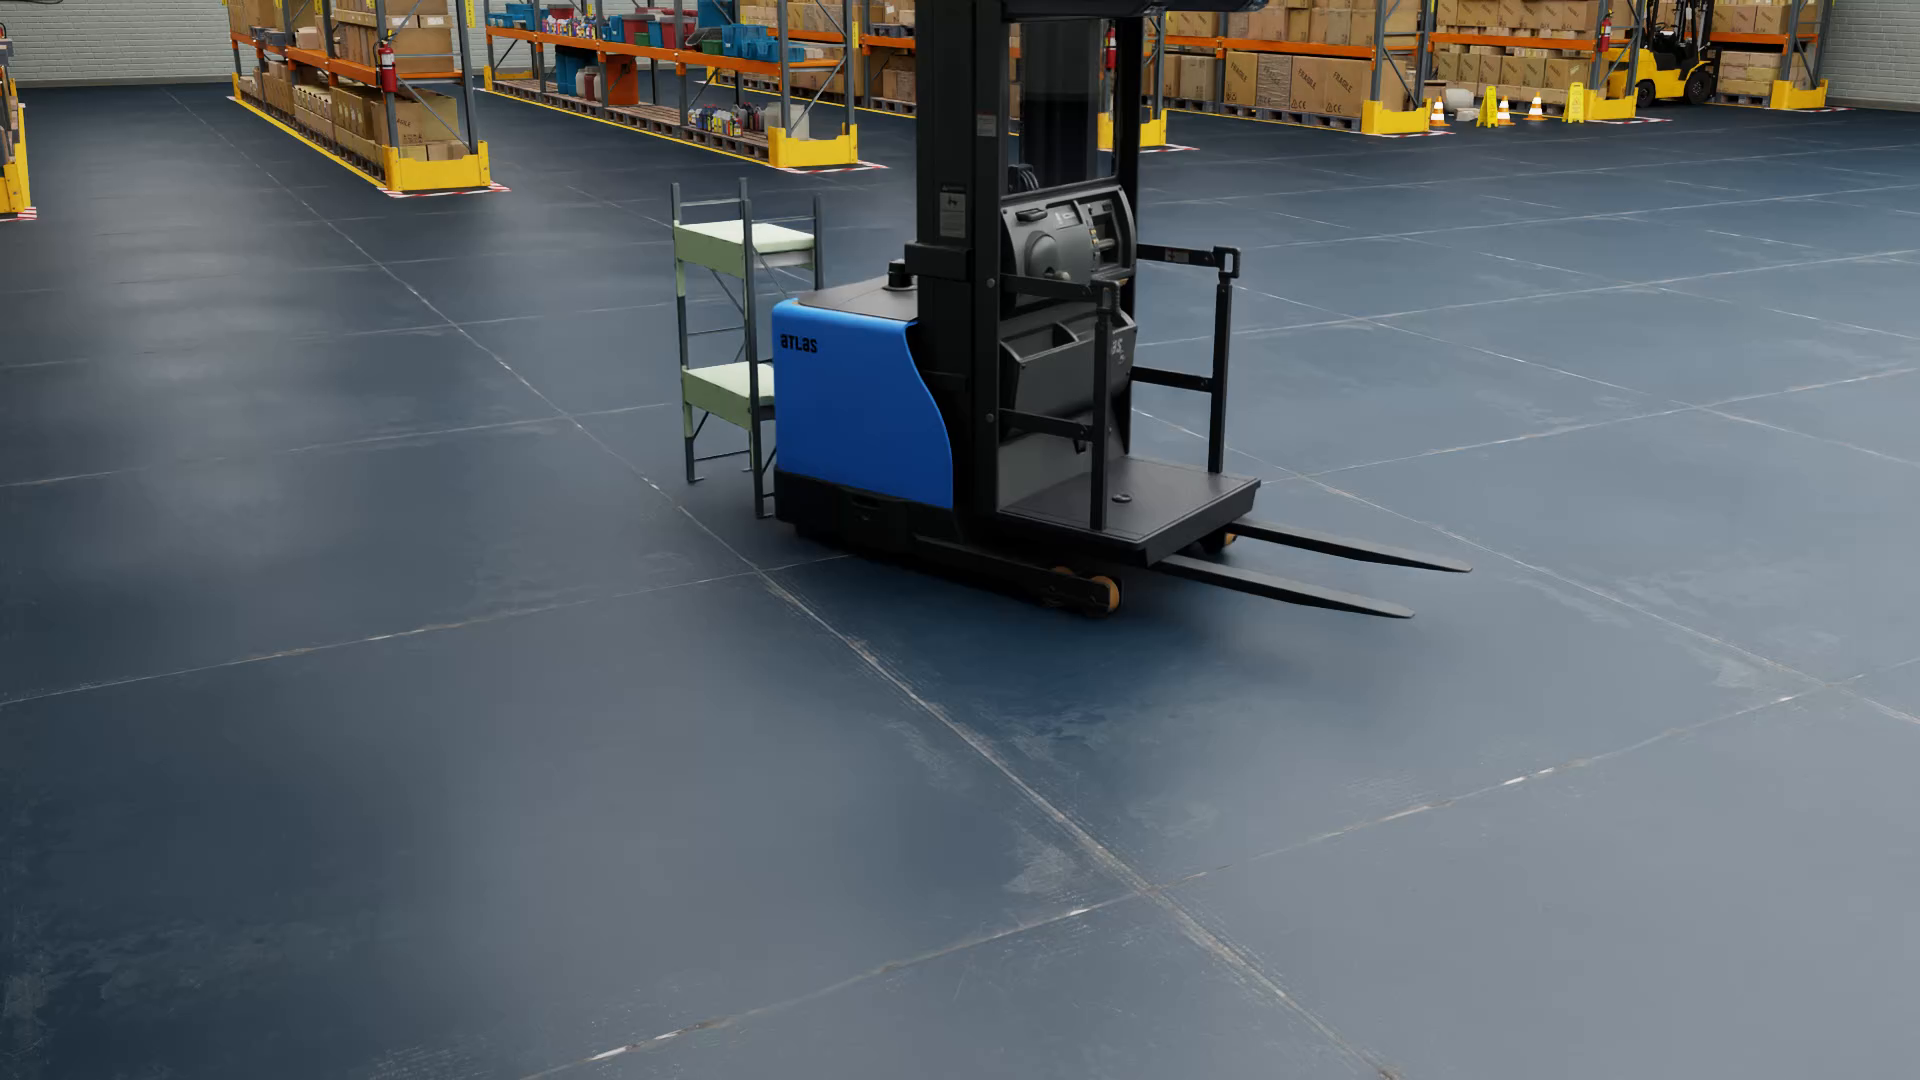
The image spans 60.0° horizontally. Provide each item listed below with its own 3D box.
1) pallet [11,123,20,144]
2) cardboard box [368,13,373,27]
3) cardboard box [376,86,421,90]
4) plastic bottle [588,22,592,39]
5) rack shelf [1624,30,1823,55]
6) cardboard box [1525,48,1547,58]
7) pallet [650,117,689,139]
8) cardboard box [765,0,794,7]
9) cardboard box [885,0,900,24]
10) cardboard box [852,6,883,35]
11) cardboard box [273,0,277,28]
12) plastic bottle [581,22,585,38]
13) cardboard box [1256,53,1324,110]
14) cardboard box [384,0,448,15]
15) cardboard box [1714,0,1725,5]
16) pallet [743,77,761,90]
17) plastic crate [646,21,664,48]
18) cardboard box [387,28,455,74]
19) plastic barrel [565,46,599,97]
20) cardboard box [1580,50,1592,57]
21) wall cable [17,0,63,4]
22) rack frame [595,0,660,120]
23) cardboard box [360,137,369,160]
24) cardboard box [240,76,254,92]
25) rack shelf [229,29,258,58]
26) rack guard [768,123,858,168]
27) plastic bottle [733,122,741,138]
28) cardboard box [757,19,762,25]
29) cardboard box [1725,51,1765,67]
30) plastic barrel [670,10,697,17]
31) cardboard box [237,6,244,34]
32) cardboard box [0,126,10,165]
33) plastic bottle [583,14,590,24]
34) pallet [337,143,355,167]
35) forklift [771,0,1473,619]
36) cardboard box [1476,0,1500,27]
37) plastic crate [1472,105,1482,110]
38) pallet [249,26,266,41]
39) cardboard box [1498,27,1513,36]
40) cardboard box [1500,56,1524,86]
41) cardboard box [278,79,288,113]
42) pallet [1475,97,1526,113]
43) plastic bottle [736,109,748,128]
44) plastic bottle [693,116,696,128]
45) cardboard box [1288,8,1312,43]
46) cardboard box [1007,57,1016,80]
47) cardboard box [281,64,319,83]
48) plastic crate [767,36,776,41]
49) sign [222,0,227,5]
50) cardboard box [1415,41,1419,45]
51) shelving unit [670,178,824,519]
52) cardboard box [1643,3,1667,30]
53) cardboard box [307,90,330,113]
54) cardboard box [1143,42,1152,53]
[{"bbox_3d":[-14.694,-6.090,24.956,1.003,0.211,1.213,-10,21,-27],"label":"pallet"},{"bbox_3d":[-6.943,-6.297,20.133,0.380,0.149,0.250,-10,21,-26],"label":"cardboard box"},{"bbox_3d":[-7.489,-5.799,22.259,0.500,0.500,0.500,-10,21,-27],"label":"cardboard box"},{"bbox_3d":[-6.344,-8.766,28.614,0.061,0.283,0.133,-10,21,-27],"label":"plastic bottle"},{"bbox_3d":[14.629,-9.714,32.287,1.077,0.370,4.000,-10,21,-27],"label":"rack shelf"},{"bbox_3d":[10.252,-8.627,29.462,0.380,0.149,0.250,-10,21,-26],"label":"cardboard box"},{"bbox_3d":[-4.175,-6.457,26.021,1.003,0.211,1.213,-10,21,-27],"label":"pallet"},{"bbox_3d":[-3.661,-11.135,33.925,0.500,0.500,0.500,-9,21,-25],"label":"cardboard box"},{"bbox_3d":[-1.017,-9.569,29.966,0.500,0.500,0.500,-13,23,-33],"label":"cardboard box"},{"bbox_3d":[-1.761,-9.622,30.765,0.500,0.500,0.500,-9,21,-25],"label":"cardboard box"},{"bbox_3d":[-11.034,-8.835,27.839,0.700,0.500,0.500,-17,25,-40],"label":"cardboard box"},{"bbox_3d":[-6.568,-8.908,29.044,0.097,0.271,0.097,0,19,0],"label":"plastic bottle"},{"bbox_3d":[5.673,-7.807,28.272,0.875,0.875,0.875,-10,21,-26],"label":"cardboard box"},{"bbox_3d":[-6.465,-6.453,19.593,0.700,0.500,0.500,-10,21,-26],"label":"cardboard box"},{"bbox_3d":[14.537,-10.254,31.603,0.380,0.149,0.250,-10,21,-26],"label":"cardboard box"},{"bbox_3d":[-4.083,-9.883,35.948,1.003,0.211,1.213,-10,21,-27],"label":"pallet"},{"bbox_3d":[-4.565,-7.817,25.711,0.392,0.384,0.575,-10,21,-27],"label":"plastic crate"},{"bbox_3d":[-6.440,-5.825,19.760,0.700,0.500,0.500,-10,21,-27],"label":"cardboard box"},{"bbox_3d":[-6.987,-8.697,30.811,0.600,0.901,0.708,-10,21,-27],"label":"plastic barrel"},{"bbox_3d":[13.421,-9.852,34.582,0.875,0.625,0.625,-9,21,-24],"label":"cardboard box"},{"bbox_3d":[-20.556,-12.513,34.860,3.097,2.526,0.112,-10,21,-27],"label":"wall cable"},{"bbox_3d":[-5.667,-8.704,28.258,1.000,3.000,0.127,-10,21,-27],"label":"rack frame"},{"bbox_3d":[-7.231,-4.934,20.902,0.500,0.250,0.500,-10,21,-27],"label":"cardboard box"},{"bbox_3d":[-13.581,-8.799,32.074,0.500,0.250,0.500,-10,21,-27],"label":"cardboard box"},{"bbox_3d":[-12.877,-9.321,31.147,1.077,0.370,4.000,-10,21,-27],"label":"rack shelf"},{"bbox_3d":[-1.946,-5.241,22.053,1.175,0.500,0.348,-10,21,-27],"label":"rack guard"},{"bbox_3d":[-3.126,-5.752,23.319,0.097,0.201,0.097,0,19,0],"label":"plastic bottle"},{"bbox_3d":[-4.007,-10.759,34.599,0.380,0.149,0.250,-10,21,-26],"label":"cardboard box"},{"bbox_3d":[14.838,-9.081,31.388,0.500,0.250,0.500,-10,21,-26],"label":"cardboard box"},{"bbox_3d":[-4.377,-8.140,26.413,0.433,0.535,0.433,0,19,0],"label":"plastic barrel"},{"bbox_3d":[-13.127,-9.678,30.927,0.500,0.500,0.500,-10,21,-26],"label":"cardboard box"},{"bbox_3d":[-11.412,-4.494,19.215,0.700,0.500,0.500,-12,22,-30],"label":"cardboard box"},{"bbox_3d":[-6.881,-9.541,30.758,0.144,0.351,0.185,-10,21,-27],"label":"plastic bottle"},{"bbox_3d":[-7.788,-5.237,22.485,1.003,0.211,1.213,-10,21,-27],"label":"pallet"},{"bbox_3d":[0.629,-1.269,6.814,3.031,2.935,1.130,13,23,34],"label":"forklift"},{"bbox_3d":[9.762,-9.590,30.216,0.500,0.500,0.500,-10,21,-27],"label":"cardboard box"},{"bbox_3d":[9.336,-7.900,30.404,0.583,0.080,0.402,16,25,39],"label":"plastic crate"},{"bbox_3d":[-11.644,-8.749,28.683,1.003,0.211,1.213,-10,21,-27],"label":"pallet"},{"bbox_3d":[9.923,-9.163,29.972,0.380,0.149,0.250,-10,21,-27],"label":"cardboard box"},{"bbox_3d":[10.118,-8.448,29.937,0.500,0.500,0.500,-11,22,-28],"label":"cardboard box"},{"bbox_3d":[-10.924,-7.345,27.477,0.500,0.500,0.500,-11,22,-29],"label":"cardboard box"},{"bbox_3d":[10.246,-8.002,30.498,1.003,0.211,1.213,-10,21,-27],"label":"pallet"},{"bbox_3d":[-3.236,-6.251,24.650,0.152,0.276,0.135,-10,21,-27],"label":"plastic bottle"},{"bbox_3d":[-3.906,-6.224,24.684,0.097,0.201,0.097,0,19,0],"label":"plastic bottle"},{"bbox_3d":[5.964,-8.565,27.625,0.875,0.550,0.500,-10,21,-27],"label":"cardboard box"},{"bbox_3d":[1.323,-10.123,35.557,0.500,0.500,0.500,-9,21,-25],"label":"cardboard box"},{"bbox_3d":[-10.709,-7.567,26.969,0.500,0.250,0.500,-9,21,-25],"label":"cardboard box"},{"bbox_3d":[-3.003,-7.210,24.156,0.499,0.251,0.616,-10,21,-27],"label":"plastic crate"},{"bbox_3d":[-14.305,-10.560,32.308,0.100,0.325,0.005,-10,21,-27],"label":"sign"},{"bbox_3d":[10.717,-11.588,38.808,0.380,0.149,0.250,-11,22,-29],"label":"cardboard box"},{"bbox_3d":[-1.016,-0.947,8.076,0.431,1.500,0.755,-13,23,-33],"label":"shelving unit"},{"bbox_3d":[13.922,-10.361,32.905,0.500,0.500,0.500,-10,21,-26],"label":"cardboard box"},{"bbox_3d":[-9.296,-6.462,24.473,0.500,0.311,0.500,-10,22,-27],"label":"cardboard box"},{"bbox_3d":[2.565,-7.175,24.211,0.380,0.149,0.250,-10,21,-27],"label":"cardboard box"}]
